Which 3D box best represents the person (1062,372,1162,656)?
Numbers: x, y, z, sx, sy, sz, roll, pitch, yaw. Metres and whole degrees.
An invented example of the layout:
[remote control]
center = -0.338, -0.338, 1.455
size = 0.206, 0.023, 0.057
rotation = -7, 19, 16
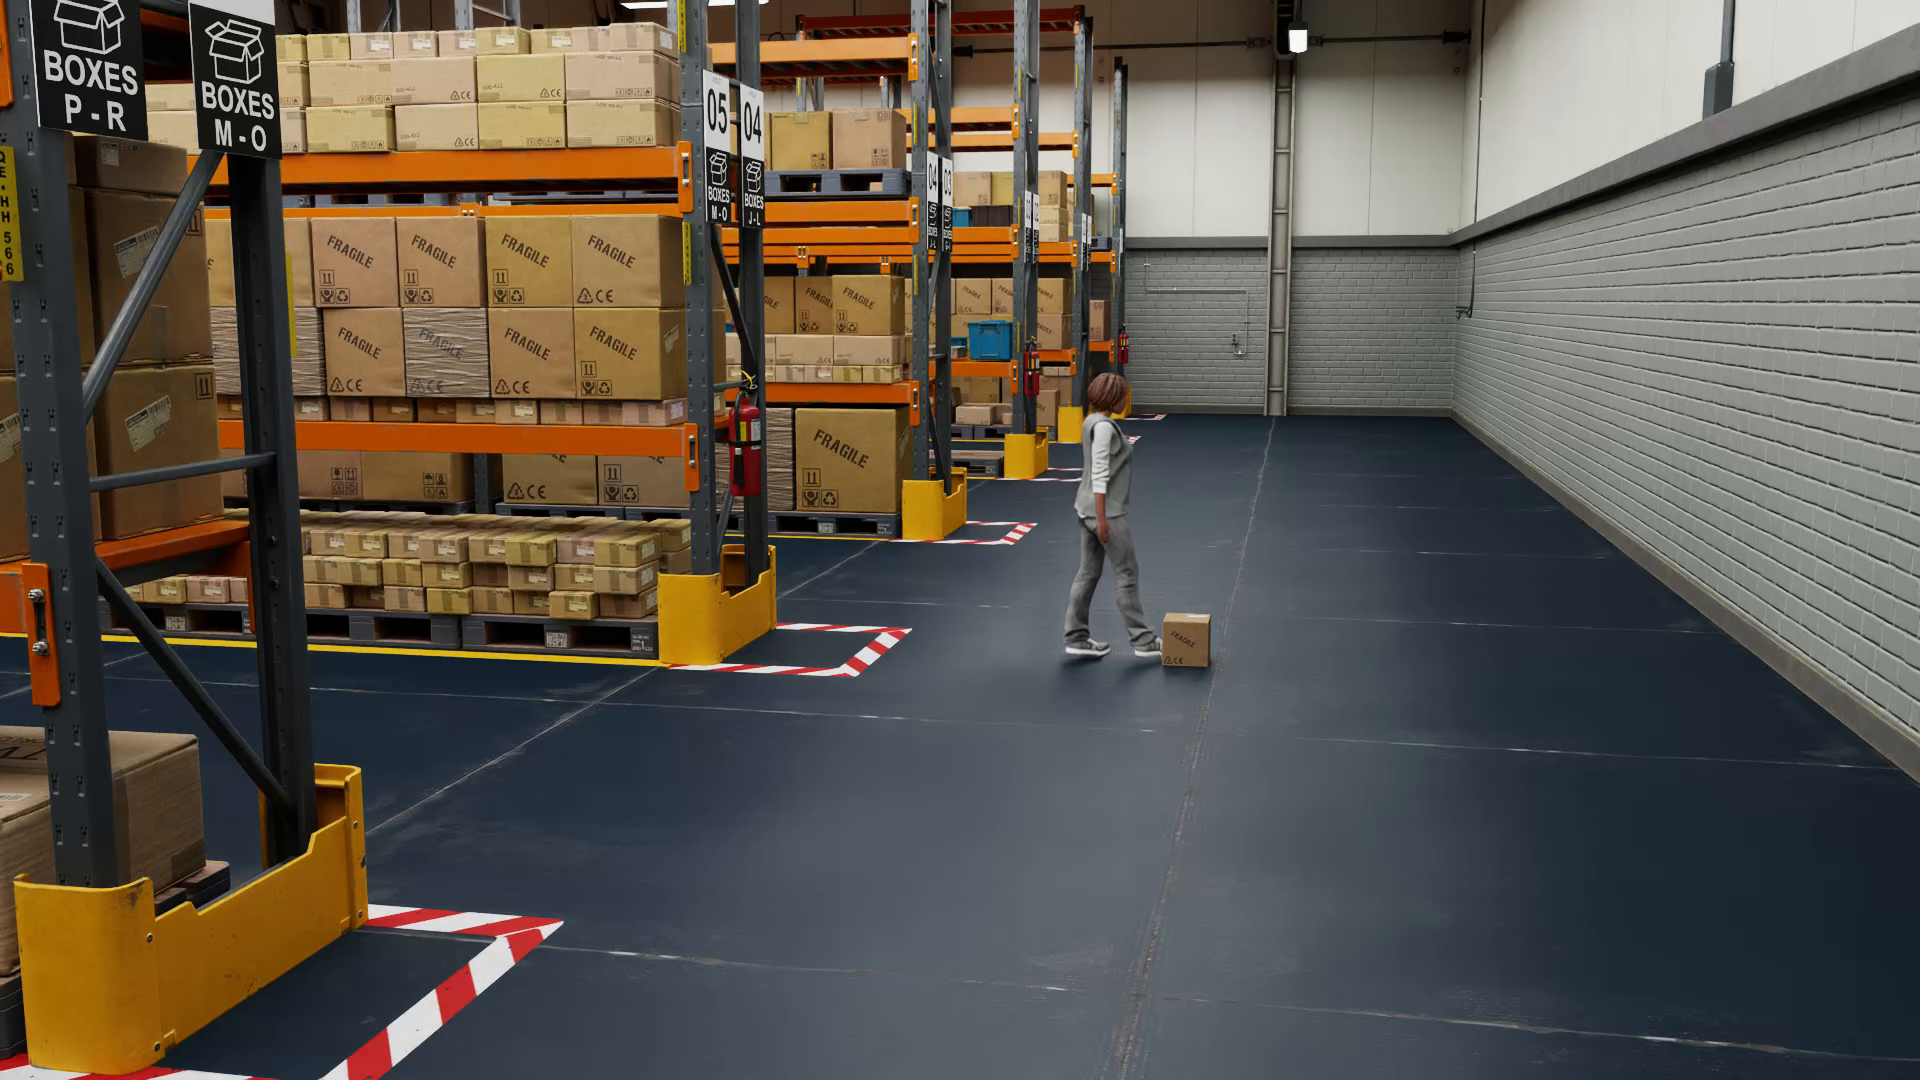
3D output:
[person]
center = 0.909, -0.136, 9.249
size = 0.640, 1.590, 0.429
rotation = -1, 8, -9
